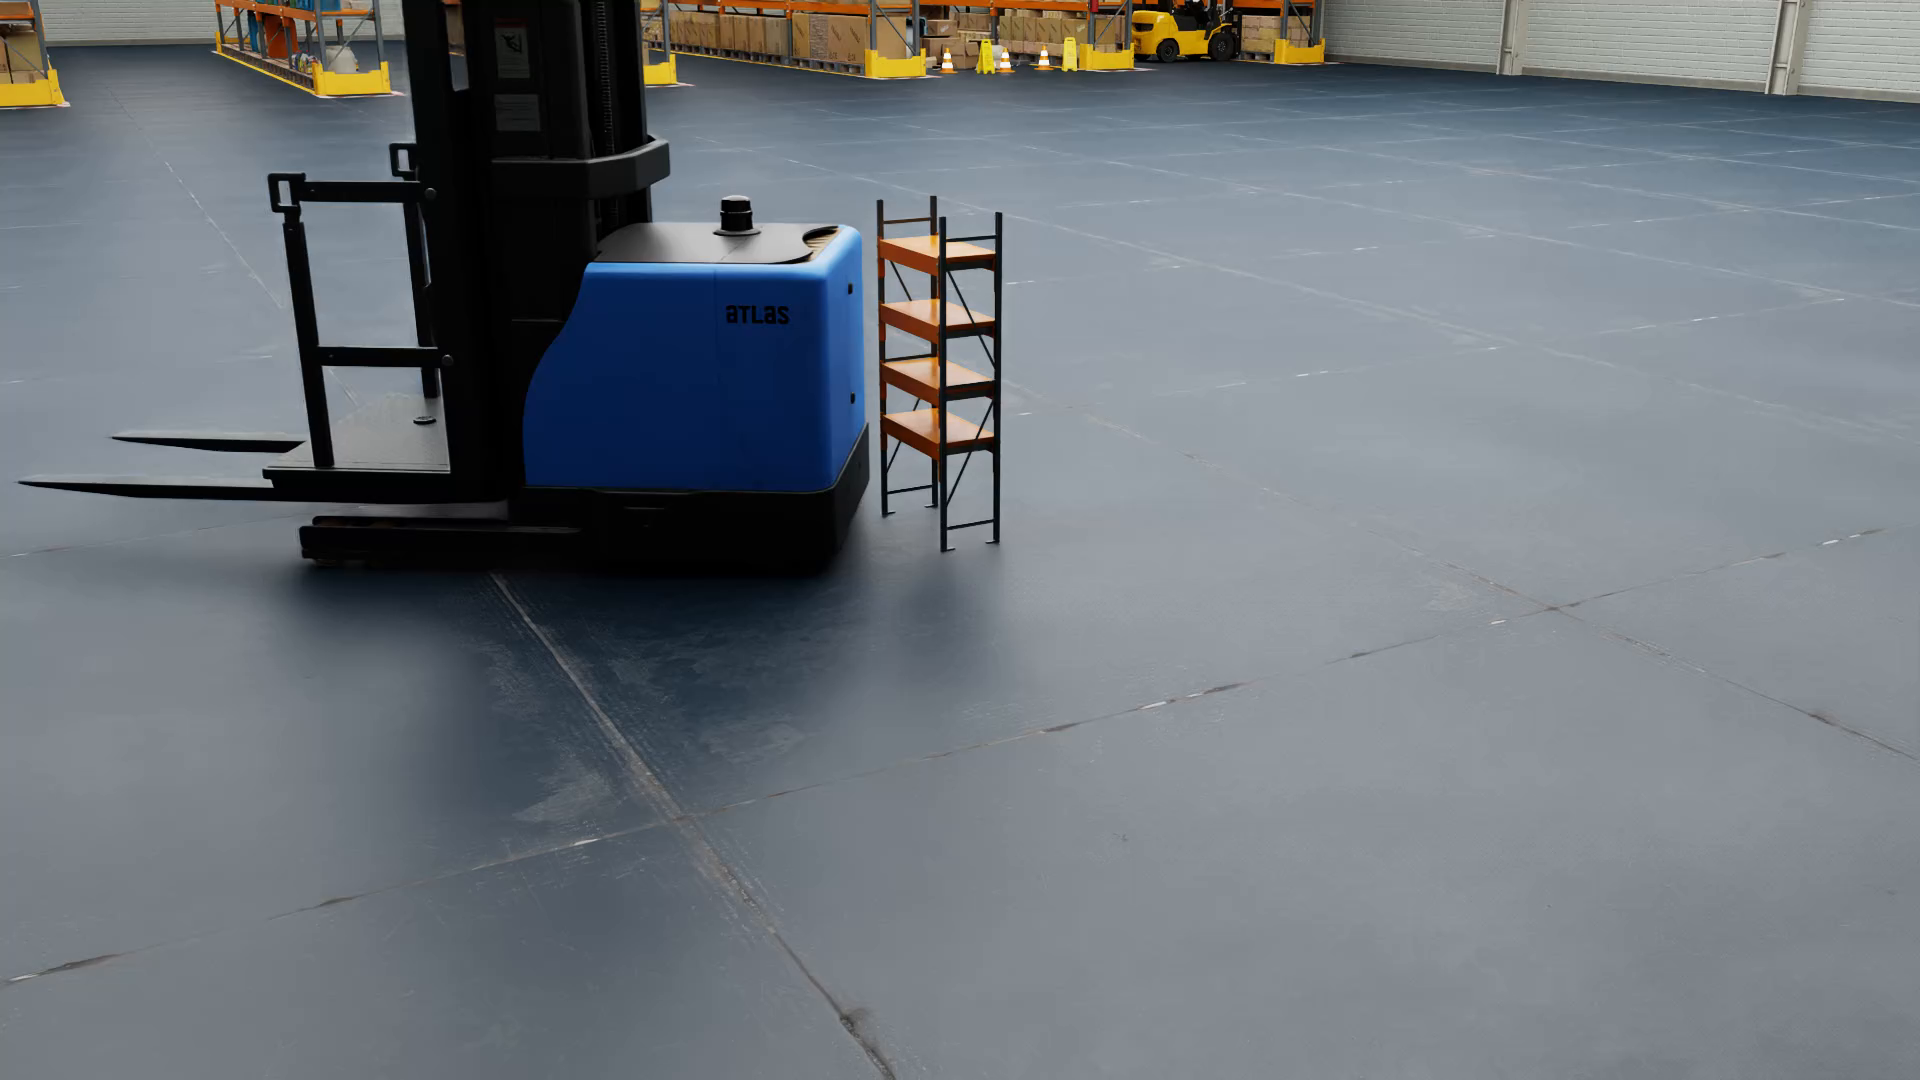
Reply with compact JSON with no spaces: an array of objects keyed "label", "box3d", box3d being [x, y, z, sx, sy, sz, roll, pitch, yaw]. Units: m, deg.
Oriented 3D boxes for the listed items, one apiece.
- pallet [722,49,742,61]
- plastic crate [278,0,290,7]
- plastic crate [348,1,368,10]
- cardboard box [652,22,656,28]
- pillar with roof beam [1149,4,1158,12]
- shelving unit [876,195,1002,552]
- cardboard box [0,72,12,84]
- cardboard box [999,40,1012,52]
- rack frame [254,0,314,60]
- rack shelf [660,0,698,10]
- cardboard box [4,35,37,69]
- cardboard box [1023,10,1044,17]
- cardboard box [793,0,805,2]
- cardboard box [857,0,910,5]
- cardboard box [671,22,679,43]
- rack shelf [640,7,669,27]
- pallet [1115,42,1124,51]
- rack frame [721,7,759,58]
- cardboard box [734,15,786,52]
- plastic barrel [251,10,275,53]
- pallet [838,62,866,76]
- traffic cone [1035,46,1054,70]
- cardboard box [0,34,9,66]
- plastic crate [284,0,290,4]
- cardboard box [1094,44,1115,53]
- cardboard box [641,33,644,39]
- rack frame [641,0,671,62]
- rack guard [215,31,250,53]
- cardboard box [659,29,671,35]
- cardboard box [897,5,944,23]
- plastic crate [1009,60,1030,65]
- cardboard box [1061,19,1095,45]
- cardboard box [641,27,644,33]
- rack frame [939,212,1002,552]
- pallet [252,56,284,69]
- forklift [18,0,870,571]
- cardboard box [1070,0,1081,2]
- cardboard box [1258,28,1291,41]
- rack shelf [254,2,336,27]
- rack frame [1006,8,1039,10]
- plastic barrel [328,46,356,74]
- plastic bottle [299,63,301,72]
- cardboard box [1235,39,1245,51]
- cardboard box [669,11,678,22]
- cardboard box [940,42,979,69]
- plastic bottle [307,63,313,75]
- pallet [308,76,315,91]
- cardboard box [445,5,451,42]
[{"label":"pallet","box3d":[-4.736,-11.080,37.917,1.003,0.211,1.213,-10,21,-27]},{"label":"plastic crate","box3d":[-12.416,-10.103,30.714,0.402,0.464,0.583,-10,21,-27]},{"label":"plastic crate","box3d":[-10.159,-9.015,28.063,0.298,0.136,0.250,-10,21,-27]},{"label":"cardboard box","box3d":[-7.623,-13.116,42.357,0.380,0.149,0.250,-10,22,-27]},{"label":"pillar with roof beam","box3d":[1.254,-16.136,39.098,9.100,9.000,0.400,-10,21,-27]},{"label":"shelving unit","box3d":[-0.079,-0.615,6.073,0.258,1.200,0.503,-10,21,-27]},{"label":"cardboard box","box3d":[-14.893,-7.074,25.604,0.500,0.250,0.500,-10,21,-27]},{"label":"cardboard box","box3d":[1.206,-10.971,36.898,0.500,0.250,0.500,-11,22,-29]},{"label":"rack frame","box3d":[-13.816,-11.130,33.786,1.000,3.000,0.127,-10,21,-27]},{"label":"rack shelf","box3d":[-7.894,-14.018,43.261,1.077,0.370,4.000,-10,21,-27]},{"label":"cardboard box","box3d":[-14.925,-7.793,26.540,0.500,0.500,0.500,-10,21,-27]},{"label":"cardboard box","box3d":[1.589,-11.363,35.890,0.380,0.149,0.250,-9,21,-24]},{"label":"cardboard box","box3d":[-2.959,-11.455,34.498,0.875,0.550,0.550,-10,21,-27]},{"label":"cardboard box","box3d":[-1.462,-10.510,31.761,0.875,0.550,0.550,-10,21,-27]},{"label":"cardboard box","box3d":[-6.826,-12.548,41.085,0.500,0.500,0.500,-9,21,-25]},{"label":"rack shelf","box3d":[-6.608,-9.834,31.135,1.077,0.370,4.000,-10,21,-27]},{"label":"pallet","box3d":[4.562,-12.291,41.428,1.003,0.211,1.213,-10,21,-27]},{"label":"rack frame","box3d":[-5.044,-12.636,38.152,1.000,3.000,0.127,-10,21,-27]},{"label":"cardboard box","box3d":[-4.416,-11.332,37.178,1.050,0.750,0.750,-10,21,-26]},{"label":"plastic barrel","box3d":[-15.136,-11.122,36.339,0.600,0.901,0.708,-10,21,-27]},{"label":"pallet","box3d":[-1.694,-9.239,32.582,1.003,0.211,1.213,-10,21,-27]},{"label":"traffic cone","box3d":[1.723,-9.860,33.995,0.336,0.463,0.334,-10,21,-27]},{"label":"cardboard box","box3d":[-15.619,-7.856,26.723,0.500,0.500,0.500,-10,21,-27]},{"label":"plastic crate","box3d":[-11.780,-9.782,29.976,0.767,0.338,0.504,-10,21,-27]},{"label":"cardboard box","box3d":[2.923,-10.308,34.978,0.500,0.250,0.500,-10,21,-27]},{"label":"cardboard box","box3d":[-8.130,-13.141,43.344,0.380,0.149,0.250,-10,21,-27]},{"label":"rack frame","box3d":[-5.659,-9.600,29.354,1.000,3.000,0.127,-10,21,-27]},{"label":"rack guard","box3d":[-17.638,-12.249,40.864,1.175,0.500,0.348,-10,21,-27]},{"label":"cardboard box","box3d":[-7.373,-12.817,41.947,0.380,0.149,0.250,-10,21,-26]},{"label":"cardboard box","box3d":[-0.991,-12.837,41.348,0.875,0.875,0.875,-10,22,-27]},{"label":"plastic crate","box3d":[1.187,-10.326,35.932,0.583,0.080,0.402,16,25,39]},{"label":"cardboard box","box3d":[2.453,-10.578,34.610,0.500,0.500,0.500,-10,21,-26]},{"label":"cardboard box","box3d":[-8.145,-13.367,43.540,0.380,0.149,0.250,-9,21,-24]},{"label":"rack frame","box3d":[0.037,-0.545,5.870,0.240,1.200,0.015,-10,21,-27]},{"label":"pallet","box3d":[-14.227,-10.031,34.878,1.003,0.211,1.213,-10,21,-27]},{"label":"forklift","box3d":[-1.902,-1.456,5.857,3.031,2.935,1.130,1,19,4]},{"label":"cardboard box","box3d":[2.479,-11.146,34.220,0.380,0.149,0.250,-10,22,-27]},{"label":"cardboard box","box3d":[6.923,-11.131,36.597,0.500,0.250,0.500,-10,22,-27]},{"label":"rack shelf","box3d":[-12.867,-10.215,32.240,1.077,0.370,4.000,-10,21,-27]},{"label":"rack frame","box3d":[1.731,-15.350,46.017,1.000,3.000,0.127,-10,21,-27]},{"label":"plastic barrel","box3d":[-10.397,-8.033,27.982,0.421,0.512,0.421,0,19,0]},{"label":"plastic bottle","box3d":[-11.695,-8.431,29.583,0.097,0.201,0.097,0,19,0]},{"label":"cardboard box","box3d":[6.471,-11.179,37.501,0.500,0.250,0.500,-10,21,-26]},{"label":"cardboard box","box3d":[-6.825,-12.903,40.963,0.500,0.250,0.500,-11,22,-29]},{"label":"cardboard box","box3d":[0.001,-10.067,34.535,0.637,0.503,0.797,7,20,20]},{"label":"plastic bottle","box3d":[-11.275,-8.177,28.847,0.097,0.201,0.097,0,19,0]},{"label":"pallet","box3d":[-10.476,-7.763,28.306,1.003,0.211,1.213,-10,21,-27]},{"label":"cardboard box","box3d":[-12.450,-12.955,41.690,0.875,0.875,0.875,-10,21,-27]}]
